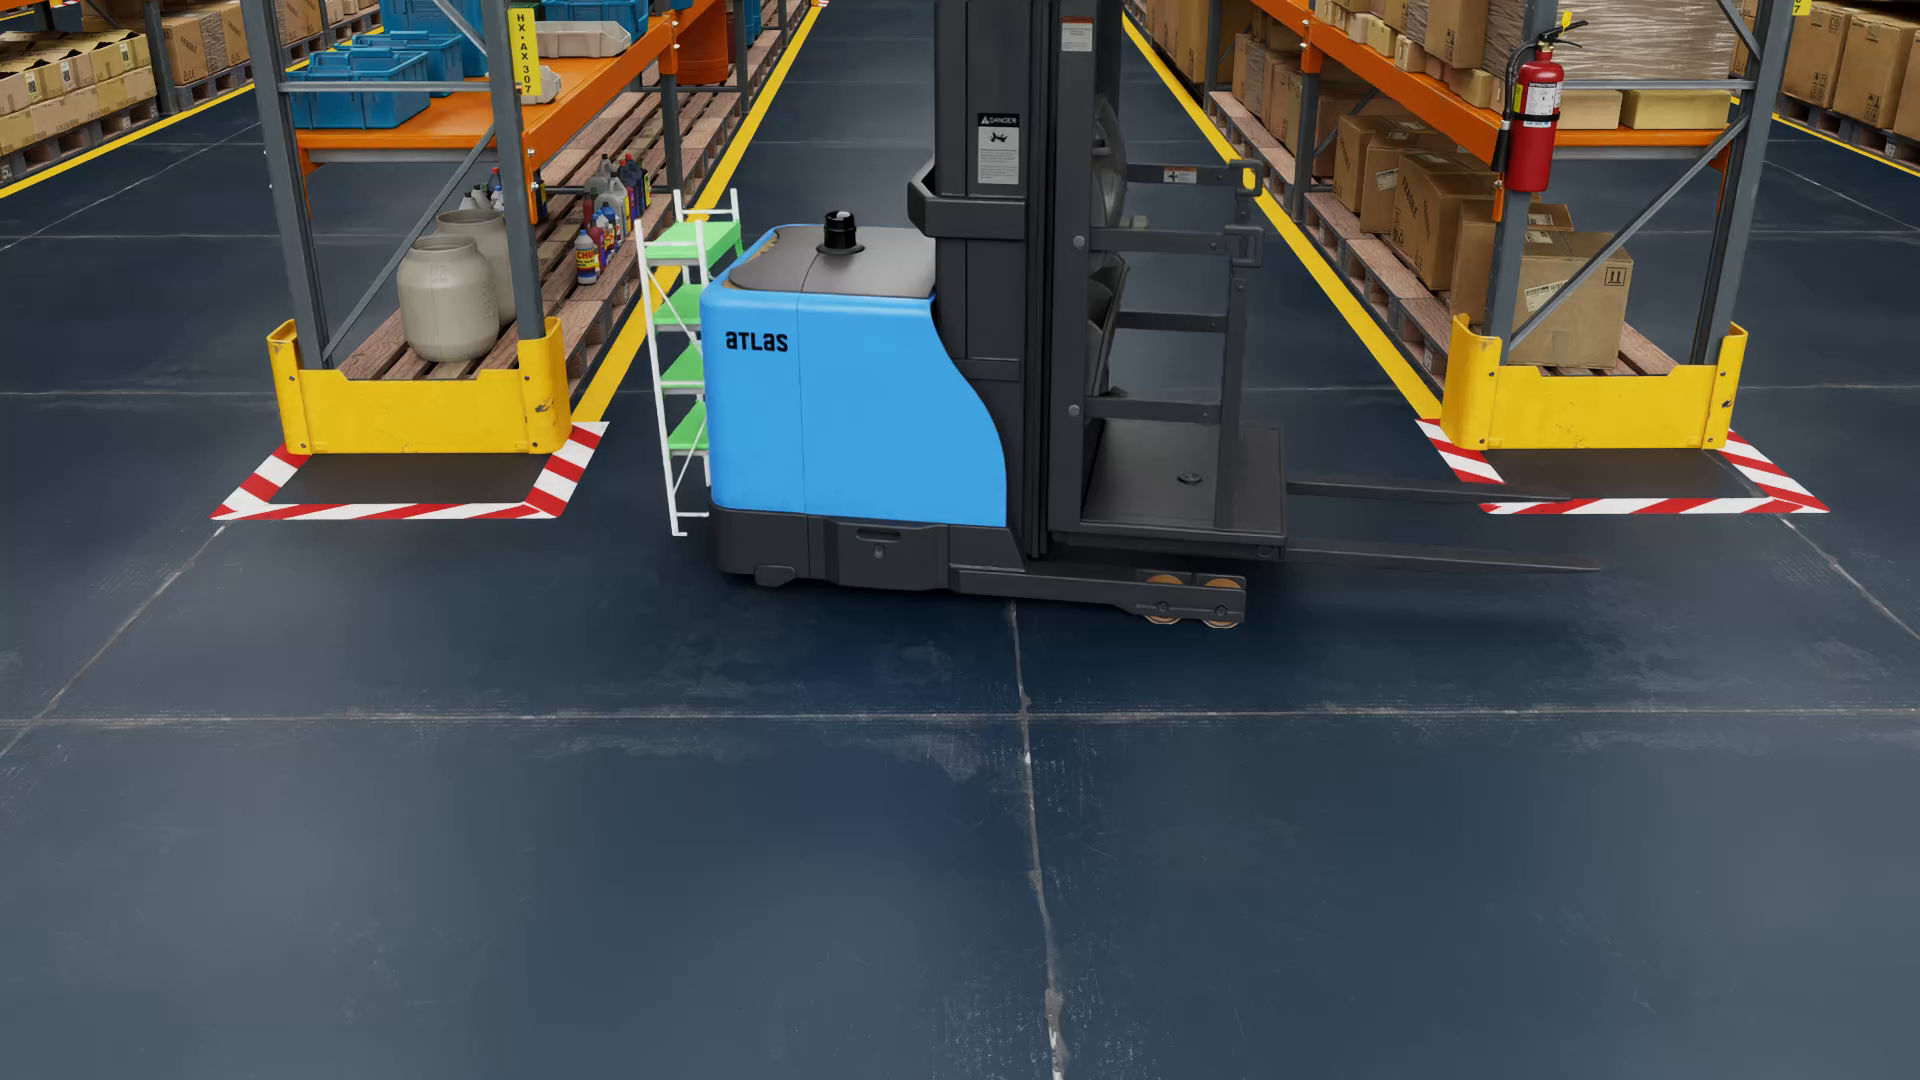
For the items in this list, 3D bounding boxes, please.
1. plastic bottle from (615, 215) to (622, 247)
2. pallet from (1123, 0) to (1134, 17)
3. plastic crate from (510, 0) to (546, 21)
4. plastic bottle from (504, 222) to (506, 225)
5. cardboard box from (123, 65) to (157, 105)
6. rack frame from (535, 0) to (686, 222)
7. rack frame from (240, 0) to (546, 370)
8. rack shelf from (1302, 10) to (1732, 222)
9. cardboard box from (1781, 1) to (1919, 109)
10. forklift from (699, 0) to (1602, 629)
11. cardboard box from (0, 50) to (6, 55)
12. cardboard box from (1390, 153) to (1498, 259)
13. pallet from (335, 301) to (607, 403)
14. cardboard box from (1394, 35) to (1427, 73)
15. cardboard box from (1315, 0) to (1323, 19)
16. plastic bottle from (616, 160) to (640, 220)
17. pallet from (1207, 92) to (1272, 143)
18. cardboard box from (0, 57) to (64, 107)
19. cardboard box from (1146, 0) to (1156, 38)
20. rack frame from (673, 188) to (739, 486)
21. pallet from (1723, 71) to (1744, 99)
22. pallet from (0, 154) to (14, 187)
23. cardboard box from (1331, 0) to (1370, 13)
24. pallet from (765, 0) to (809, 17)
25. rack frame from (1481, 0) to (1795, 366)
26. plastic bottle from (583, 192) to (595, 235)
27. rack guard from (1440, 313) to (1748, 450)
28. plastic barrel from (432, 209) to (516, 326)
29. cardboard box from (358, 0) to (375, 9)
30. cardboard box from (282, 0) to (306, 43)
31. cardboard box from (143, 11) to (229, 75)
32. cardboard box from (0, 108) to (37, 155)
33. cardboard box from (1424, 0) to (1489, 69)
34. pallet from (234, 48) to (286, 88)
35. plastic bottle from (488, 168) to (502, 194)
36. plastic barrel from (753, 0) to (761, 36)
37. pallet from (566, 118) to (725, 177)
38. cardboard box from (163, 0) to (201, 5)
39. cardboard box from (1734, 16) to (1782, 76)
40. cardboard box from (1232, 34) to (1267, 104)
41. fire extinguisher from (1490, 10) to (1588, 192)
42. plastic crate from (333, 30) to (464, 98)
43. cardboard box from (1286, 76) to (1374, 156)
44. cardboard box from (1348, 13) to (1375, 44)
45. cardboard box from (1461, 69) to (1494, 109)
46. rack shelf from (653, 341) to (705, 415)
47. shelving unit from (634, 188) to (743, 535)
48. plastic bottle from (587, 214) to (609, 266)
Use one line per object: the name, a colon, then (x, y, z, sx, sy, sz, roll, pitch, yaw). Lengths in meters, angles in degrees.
plastic bottle: (-1.959, -1.753, 9.348, 0.097, 0.201, 0.097, 0, 24, 0)
pallet: (2.622, -6.787, 20.999, 1.003, 0.211, 1.213, 0, 24, -1)
plastic crate: (-2.408, -3.175, 9.705, 0.767, 0.338, 0.504, 0, 24, -1)
plastic bottle: (-2.564, -1.699, 9.229, 0.097, 0.201, 0.097, 0, 24, 0)
cardboard box: (-7.034, -3.770, 13.772, 0.500, 0.250, 0.500, 0, 24, 1)
rack frame: (-2.286, -3.419, 10.170, 1.000, 3.000, 0.127, 0, 24, -1)
rack frame: (-2.243, -1.771, 6.526, 1.000, 3.000, 0.127, 0, 24, -1)
rack shelf: (2.688, -2.290, 8.545, 1.077, 0.370, 4.000, 0, 24, -1)
cardboard box: (7.500, -3.985, 13.642, 1.050, 0.750, 0.750, -1, 24, -1)
forklift: (0.684, -1.272, 5.505, 3.031, 2.935, 1.130, 4, 25, 8)
cardboard box: (-7.554, -3.597, 12.710, 0.500, 0.311, 0.500, -1, 24, -2)
cardboard box: (2.730, -1.837, 9.197, 0.500, 0.500, 0.500, -2, 24, -5)
pallet: (-2.294, -0.866, 7.909, 1.003, 0.211, 1.213, 0, 24, -1)
cardboard box: (2.379, -2.413, 8.250, 0.380, 0.149, 0.250, 0, 24, -1)
cardboard box: (2.368, -3.237, 10.072, 0.380, 0.149, 0.250, 0, 24, -1)
plastic bottle: (-1.989, -2.070, 9.867, 0.144, 0.351, 0.185, -1, 24, -3)
pallet: (2.630, -3.497, 13.726, 1.003, 0.211, 1.213, 0, 24, -1)
cardboard box: (-7.013, -3.397, 12.269, 0.500, 0.311, 0.500, 0, 24, 1)
cardboard box: (2.606, -5.698, 17.277, 1.225, 0.875, 0.875, 0, 24, 0)
rack frame: (-0.931, -0.766, 6.475, 0.240, 1.200, 0.015, 1, 24, 8)
pallet: (7.576, -4.122, 15.108, 1.003, 0.211, 1.213, 0, 24, -1)
pallet: (-7.287, -2.431, 11.370, 1.003, 0.211, 1.213, 0, 24, -1)
cardboard box: (2.580, -3.231, 9.271, 0.875, 0.500, 0.500, 0, 24, -1)
pallet: (-2.447, -6.753, 20.926, 1.003, 0.211, 1.213, 0, 24, -1)
rack frame: (2.710, -1.793, 6.575, 1.000, 3.000, 0.127, 0, 24, -1)
plastic bottle: (-2.094, -1.838, 9.437, 0.061, 0.283, 0.133, 0, 24, -1)
rack guard: (2.709, -0.686, 7.159, 1.175, 0.500, 0.348, 0, 24, -1)
plastic barrel: (-2.332, -1.306, 8.007, 0.421, 0.512, 0.421, 0, 24, 0)
cardboard box: (-7.352, -6.532, 19.548, 0.797, 0.503, 0.637, 0, 24, -1)
cardboard box: (-7.038, -5.351, 16.940, 0.500, 0.500, 0.500, 0, 24, 0)
cardboard box: (-7.014, -4.513, 15.088, 0.500, 0.500, 0.500, -1, 24, -2)
cardboard box: (-7.009, -2.928, 11.912, 0.500, 0.250, 0.500, -1, 24, -2)
cardboard box: (2.606, -2.407, 7.449, 0.875, 0.500, 0.500, 0, 24, -1)
pallet: (-7.264, -4.585, 16.133, 1.003, 0.211, 1.213, 0, 24, -1)
plastic bottle: (-2.691, -2.001, 9.714, 0.144, 0.351, 0.185, -1, 24, -3)
plastic barrel: (-2.385, -5.727, 17.309, 0.600, 0.901, 0.708, 0, 24, -1)
pallet: (-2.350, -2.976, 12.574, 1.003, 0.211, 1.213, 0, 24, -1)
cardboard box: (-7.545, -4.922, 15.992, 0.500, 0.500, 0.500, -1, 24, -3)
cardboard box: (7.315, -4.393, 14.847, 0.500, 0.500, 0.500, 0, 24, -1)
cardboard box: (2.650, -3.875, 13.678, 0.700, 0.500, 0.500, -2, 24, -3)
fire extinguisher: (2.250, -1.709, 6.482, 0.296, 0.674, 0.183, 0, 24, -1)
plastic crate: (-2.549, -2.176, 7.601, 0.499, 0.251, 0.408, 0, 24, -1)
cardboard box: (2.695, -2.953, 11.638, 0.700, 0.500, 0.500, 0, 24, -1)
cardboard box: (2.362, -2.825, 9.161, 0.380, 0.149, 0.250, 0, 24, -1)
cardboard box: (2.444, -2.001, 7.339, 0.380, 0.149, 0.250, 0, 24, -1)
rack shelf: (-0.959, -0.608, 6.281, 0.258, 0.148, 0.480, 1, 24, 8)
shelving unit: (-0.961, -0.667, 6.255, 0.258, 1.200, 0.503, 1, 24, 8)
plastic bottle: (-1.955, -1.618, 8.965, 0.097, 0.271, 0.097, 0, 24, 0)
